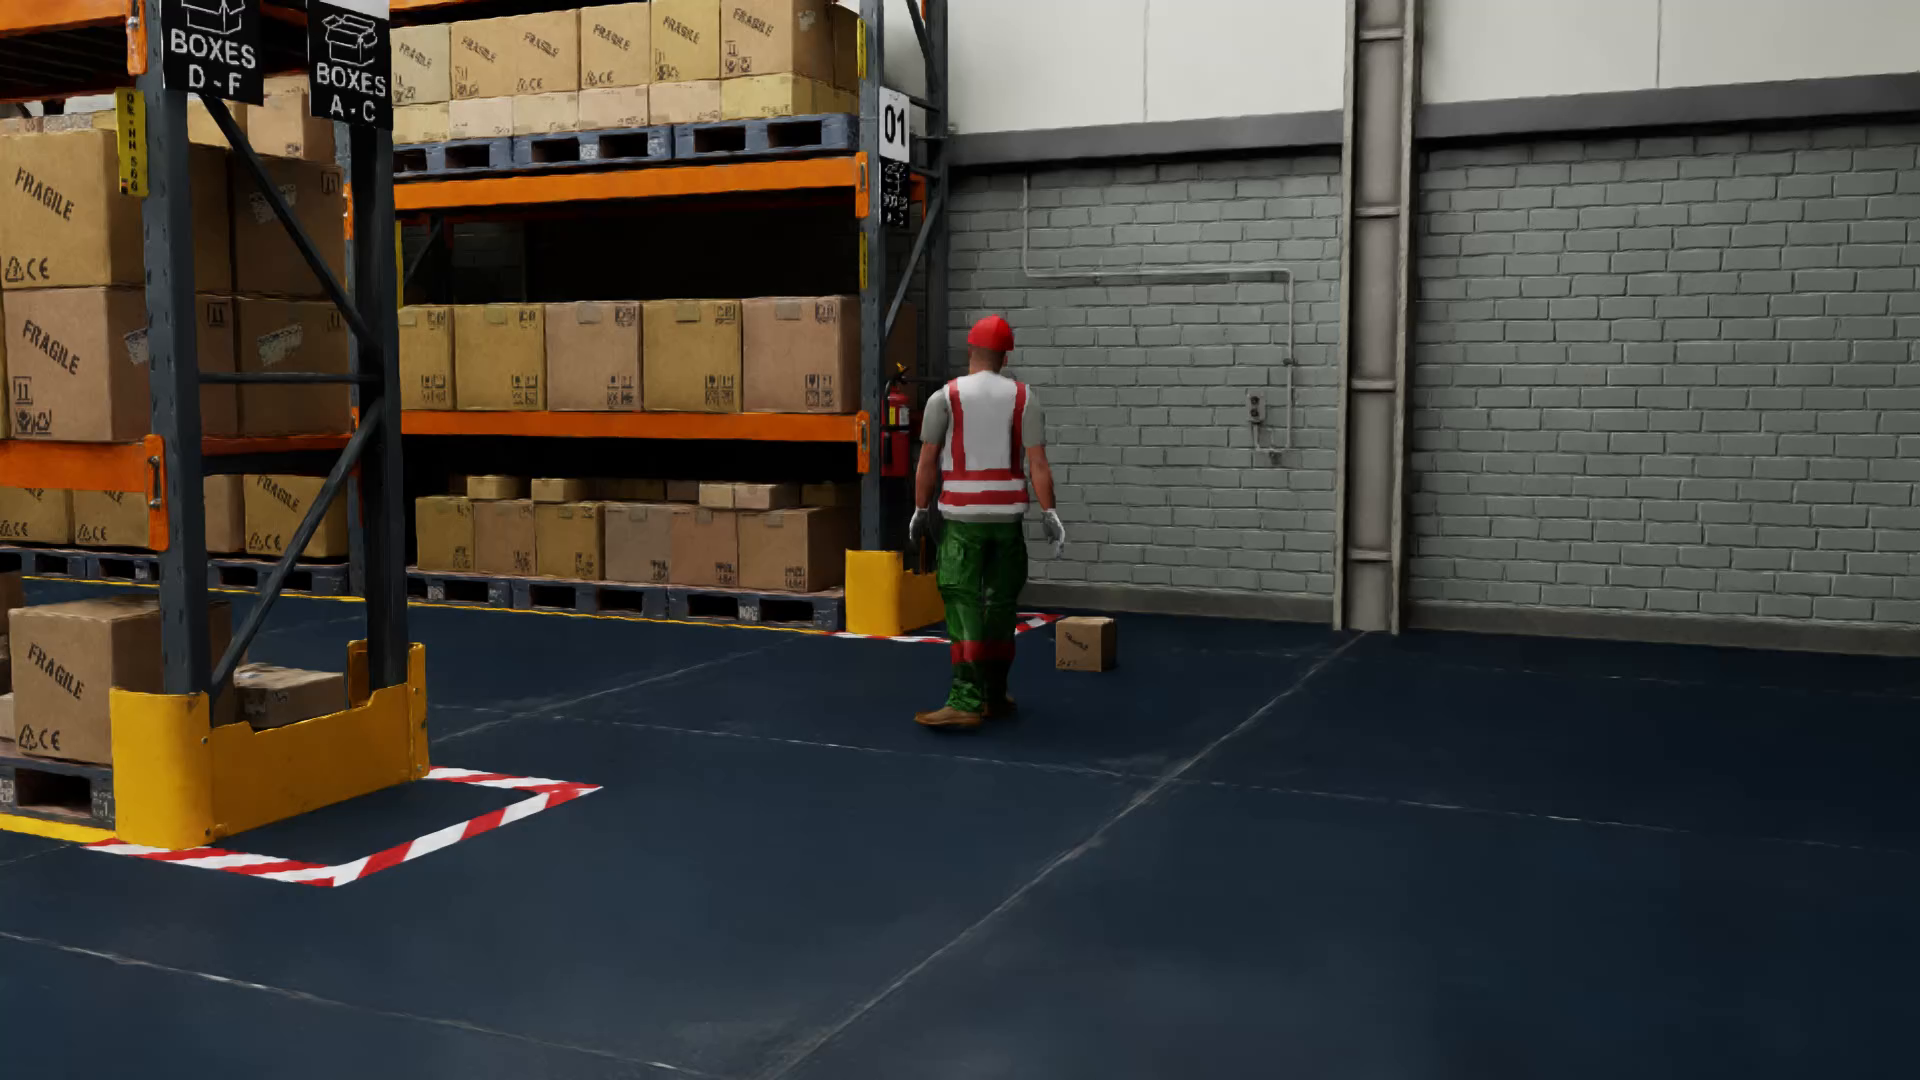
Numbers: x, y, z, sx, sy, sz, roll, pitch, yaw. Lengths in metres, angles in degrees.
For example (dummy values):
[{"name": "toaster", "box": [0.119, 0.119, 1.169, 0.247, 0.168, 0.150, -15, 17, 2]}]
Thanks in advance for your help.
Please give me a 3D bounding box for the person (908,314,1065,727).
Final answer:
[{"name": "person", "box": [0.097, -0.088, 7.269, 0.683, 1.786, 0.586, -2, 6, -17]}]
